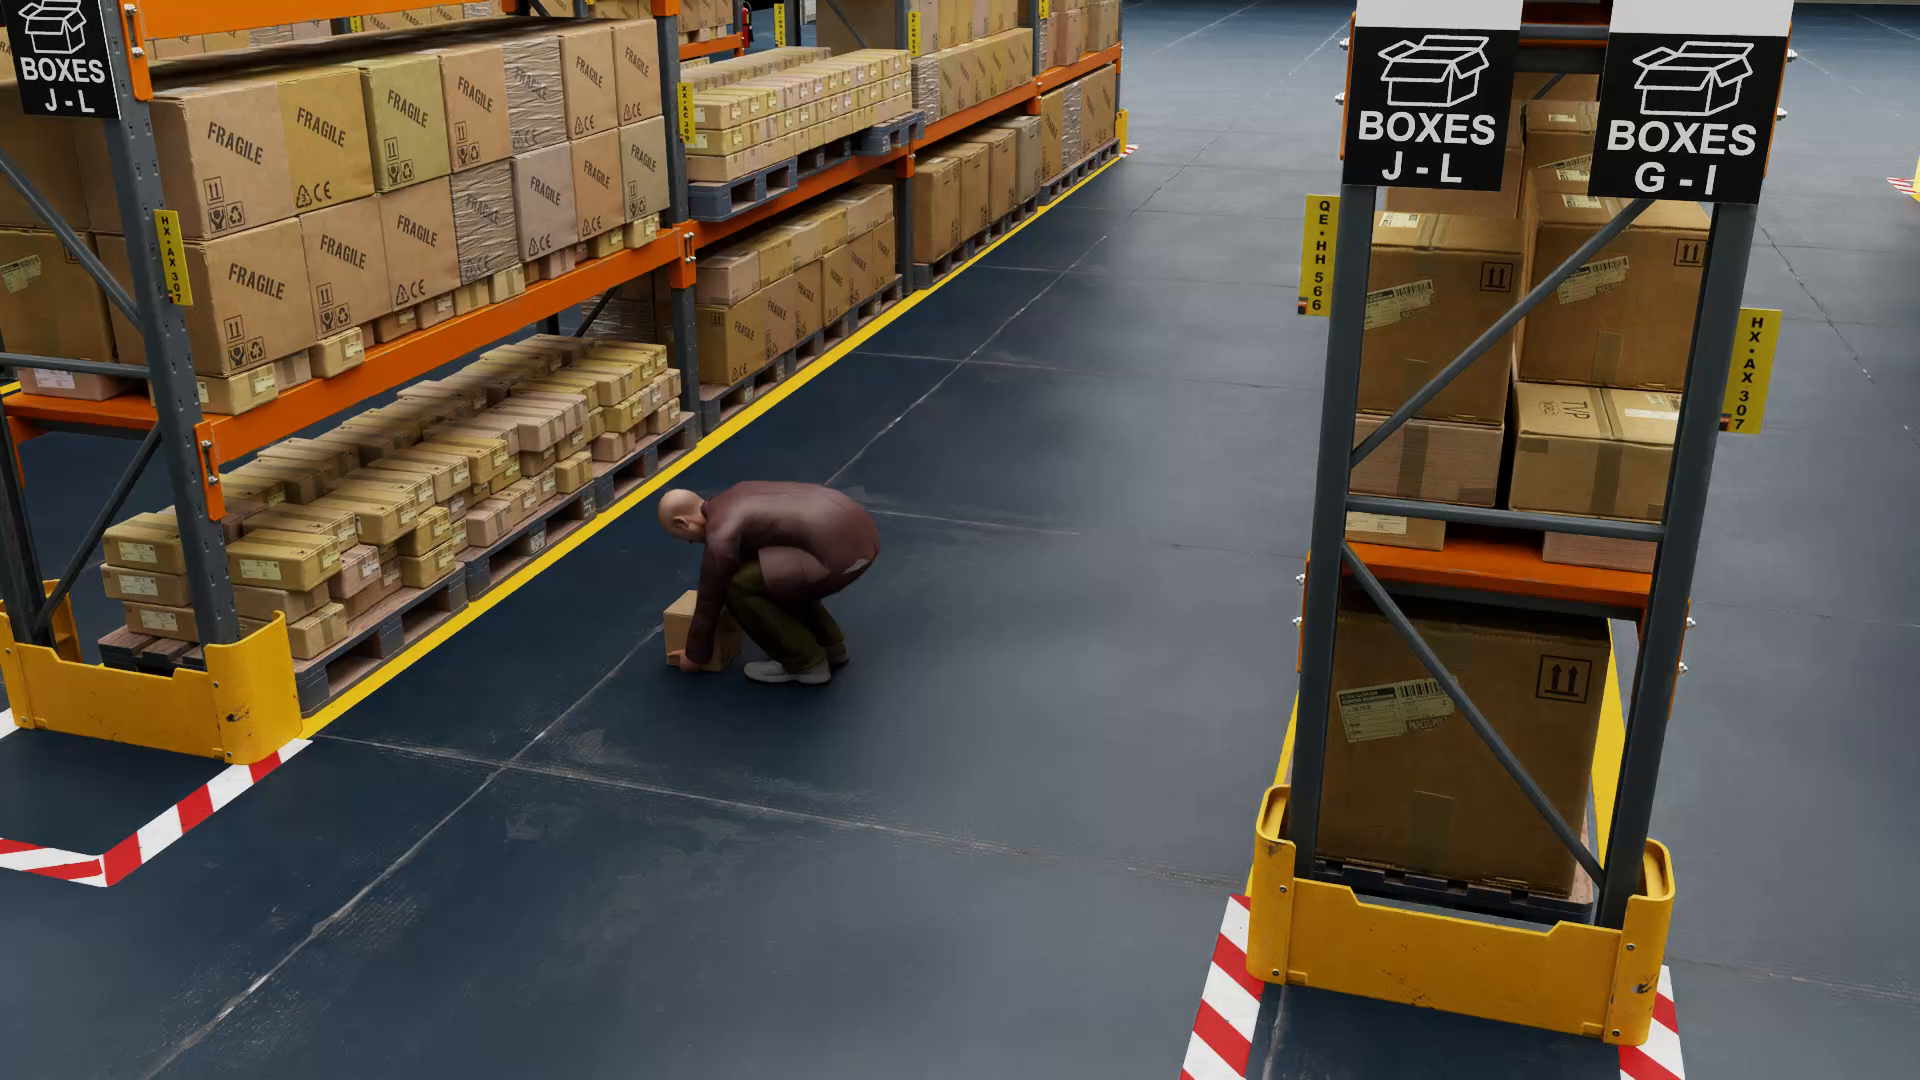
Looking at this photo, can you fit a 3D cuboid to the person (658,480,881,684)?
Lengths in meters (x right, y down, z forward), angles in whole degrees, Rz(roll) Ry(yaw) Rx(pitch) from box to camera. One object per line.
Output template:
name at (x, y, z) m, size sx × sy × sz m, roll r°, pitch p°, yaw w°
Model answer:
person at (-0.796, 0.170, 7.011) m, size 0.947 × 0.834 × 0.572 m, roll 6°, pitch 22°, yaw 14°
